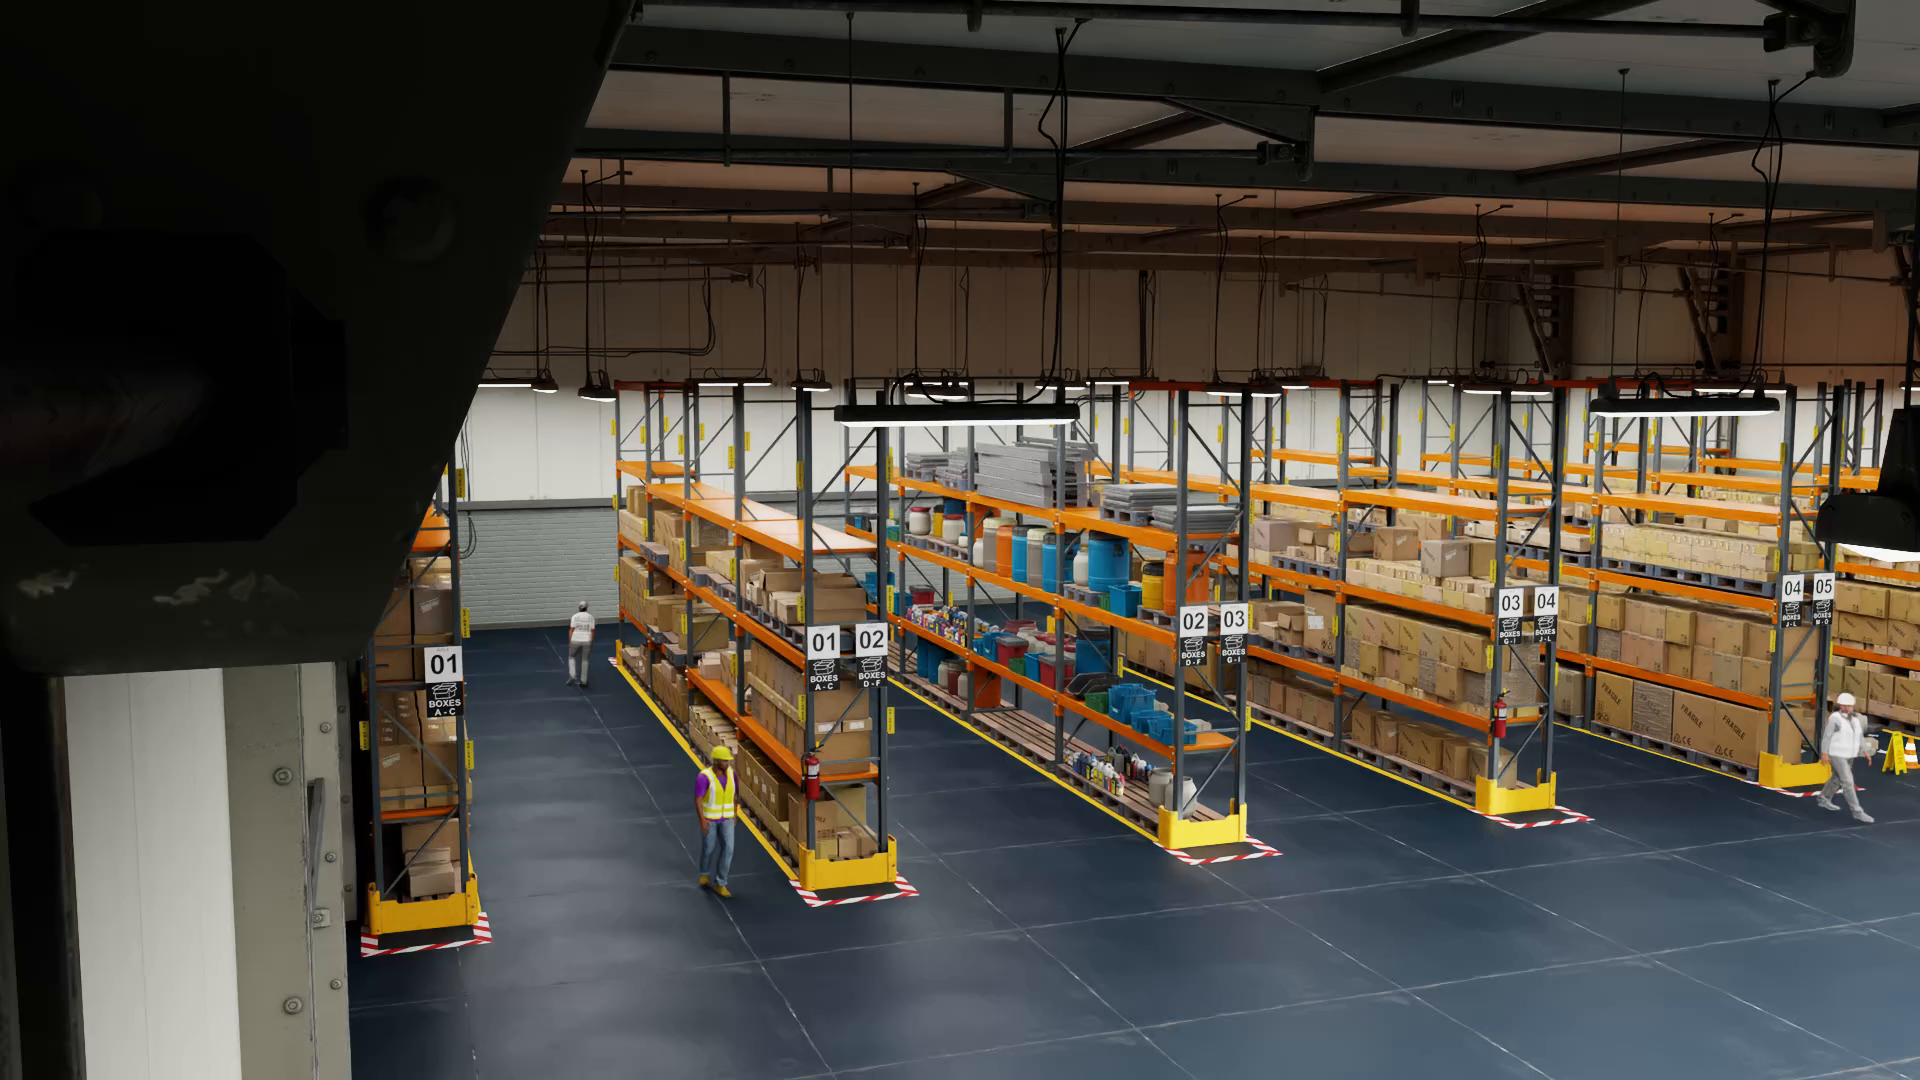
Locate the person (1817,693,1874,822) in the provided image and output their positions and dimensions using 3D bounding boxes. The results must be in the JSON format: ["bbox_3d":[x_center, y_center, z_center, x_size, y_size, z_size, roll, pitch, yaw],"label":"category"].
[{"bbox_3d":[12.386,2.993,23.192,0.568,1.731,0.957,-3,7,-24],"label":"person"}]

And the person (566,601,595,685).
[{"bbox_3d":[-7.495,2.035,32.819,0.586,1.673,0.414,-2,6,-17],"label":"person"}]

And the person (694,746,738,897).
[{"bbox_3d":[-2.914,3.369,20.032,0.658,1.786,0.696,-5,8,-37],"label":"person"}]
